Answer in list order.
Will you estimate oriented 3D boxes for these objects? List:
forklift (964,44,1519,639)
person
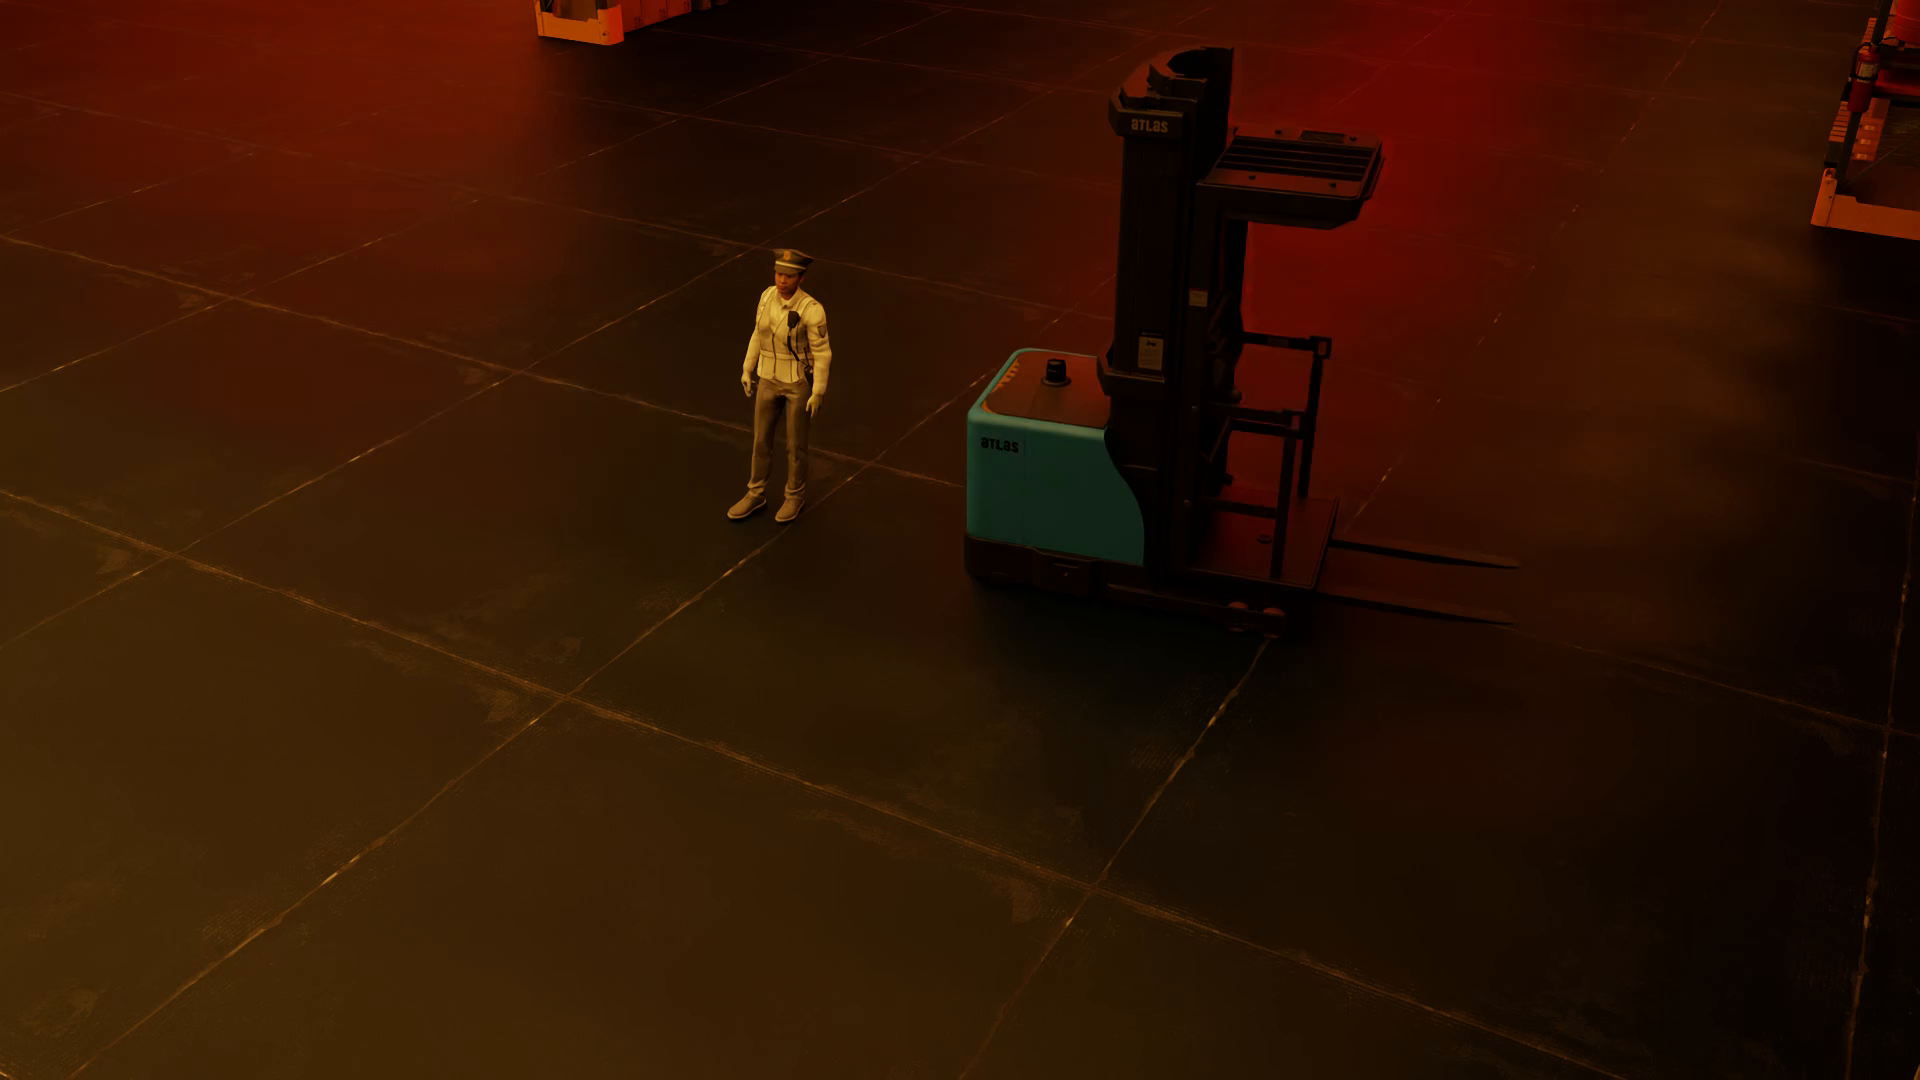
[{"bbox_3d":[1.598,-1.031,8.857,3.031,2.935,1.130,9,31,16],"label":"forklift"},{"bbox_3d":[-1.068,-0.910,9.871,0.590,1.696,0.531,16,33,25],"label":"person"}]
